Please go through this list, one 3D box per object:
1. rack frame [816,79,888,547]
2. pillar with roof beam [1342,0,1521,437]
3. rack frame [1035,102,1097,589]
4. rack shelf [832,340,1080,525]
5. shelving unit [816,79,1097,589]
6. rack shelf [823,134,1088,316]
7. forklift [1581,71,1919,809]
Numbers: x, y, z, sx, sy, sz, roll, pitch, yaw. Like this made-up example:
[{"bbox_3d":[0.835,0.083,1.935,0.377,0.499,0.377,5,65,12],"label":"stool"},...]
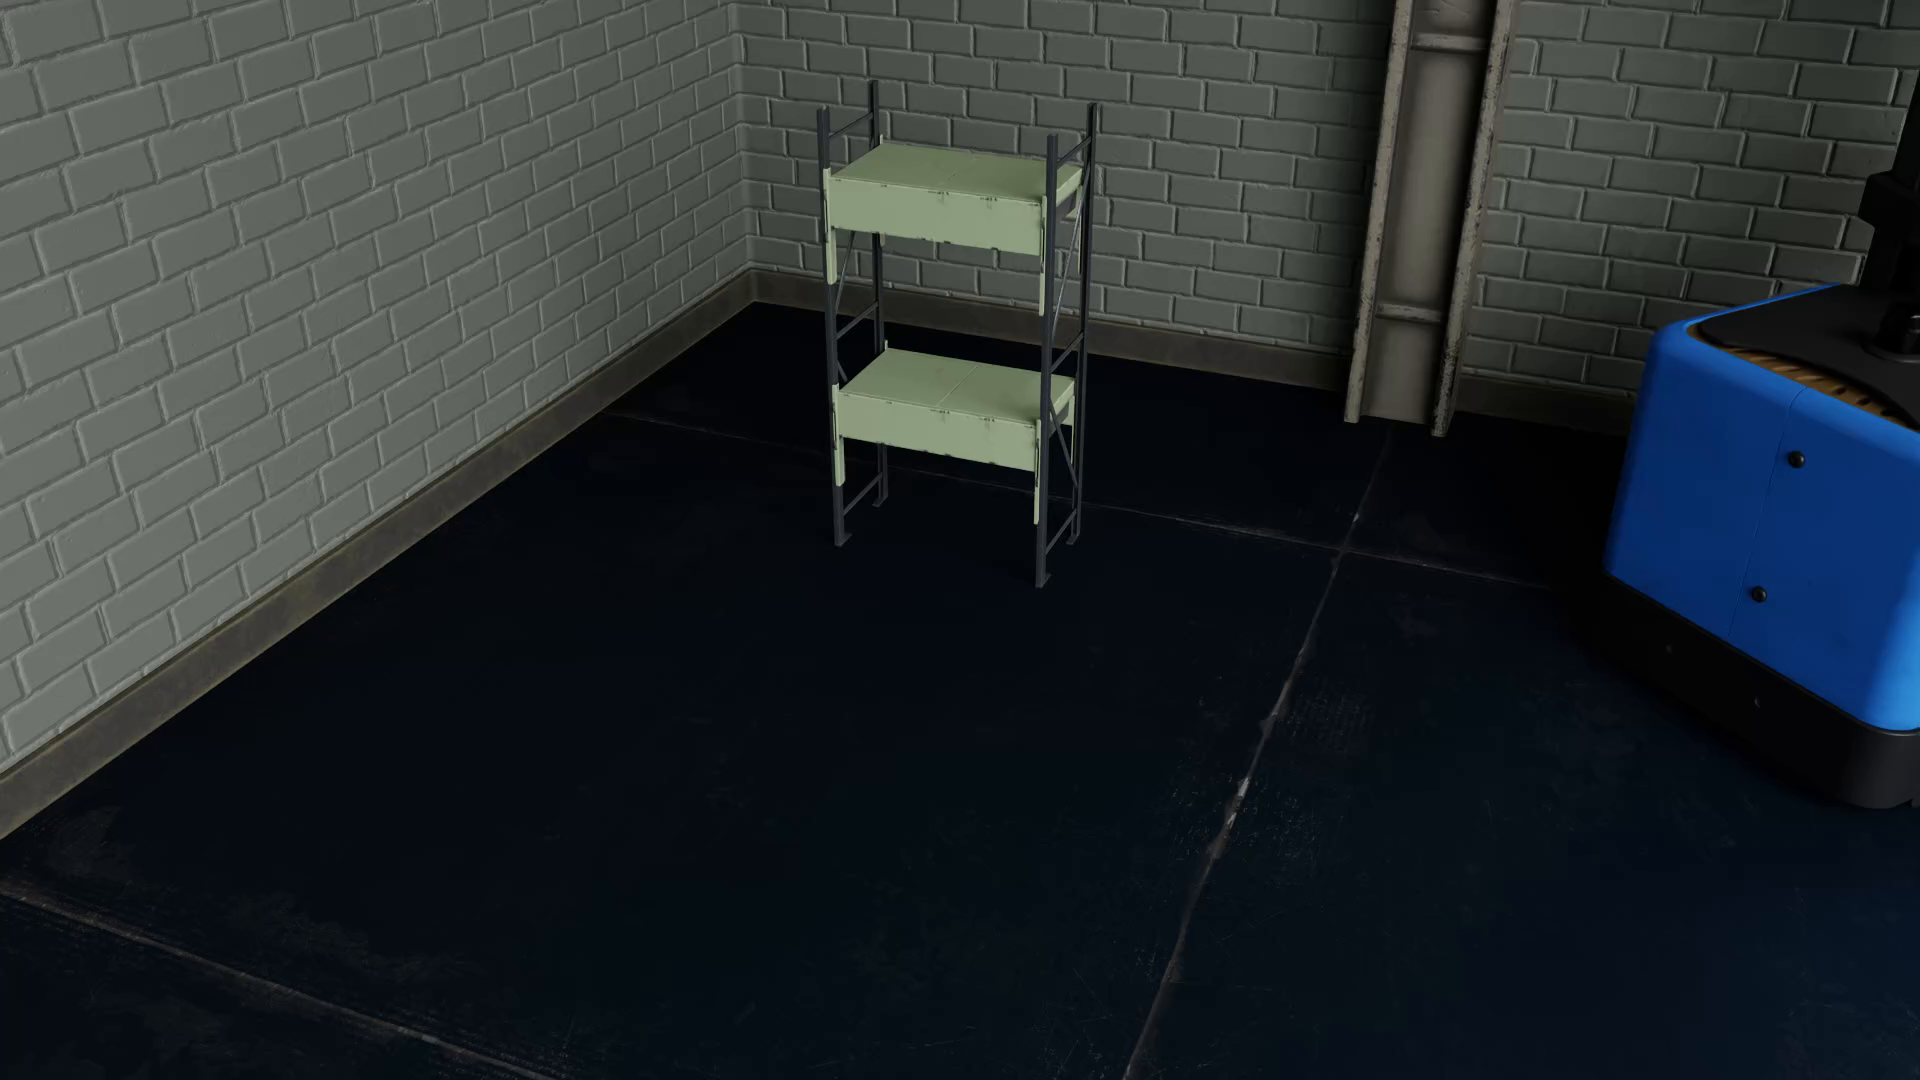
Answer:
[{"bbox_3d":[-0.345,-0.722,5.503,0.023,1.500,0.400,11,31,19],"label":"rack frame"},{"bbox_3d":[0.137,-2.460,0.956,0.400,9.000,9.100,11,31,19],"label":"pillar with roof beam"},{"bbox_3d":[0.333,-0.586,5.263,0.023,1.500,0.400,11,31,19],"label":"rack frame"},{"bbox_3d":[-0.006,-0.370,5.544,0.720,0.370,0.431,11,31,19],"label":"rack shelf"},{"bbox_3d":[-0.006,-0.654,5.383,0.755,1.500,0.431,11,31,19],"label":"shelving unit"},{"bbox_3d":[-0.006,-0.994,5.191,0.720,0.370,0.431,11,31,19],"label":"rack shelf"},{"bbox_3d":[3.453,-1.067,4.660,3.031,2.935,1.130,-15,33,-24],"label":"forklift"}]
